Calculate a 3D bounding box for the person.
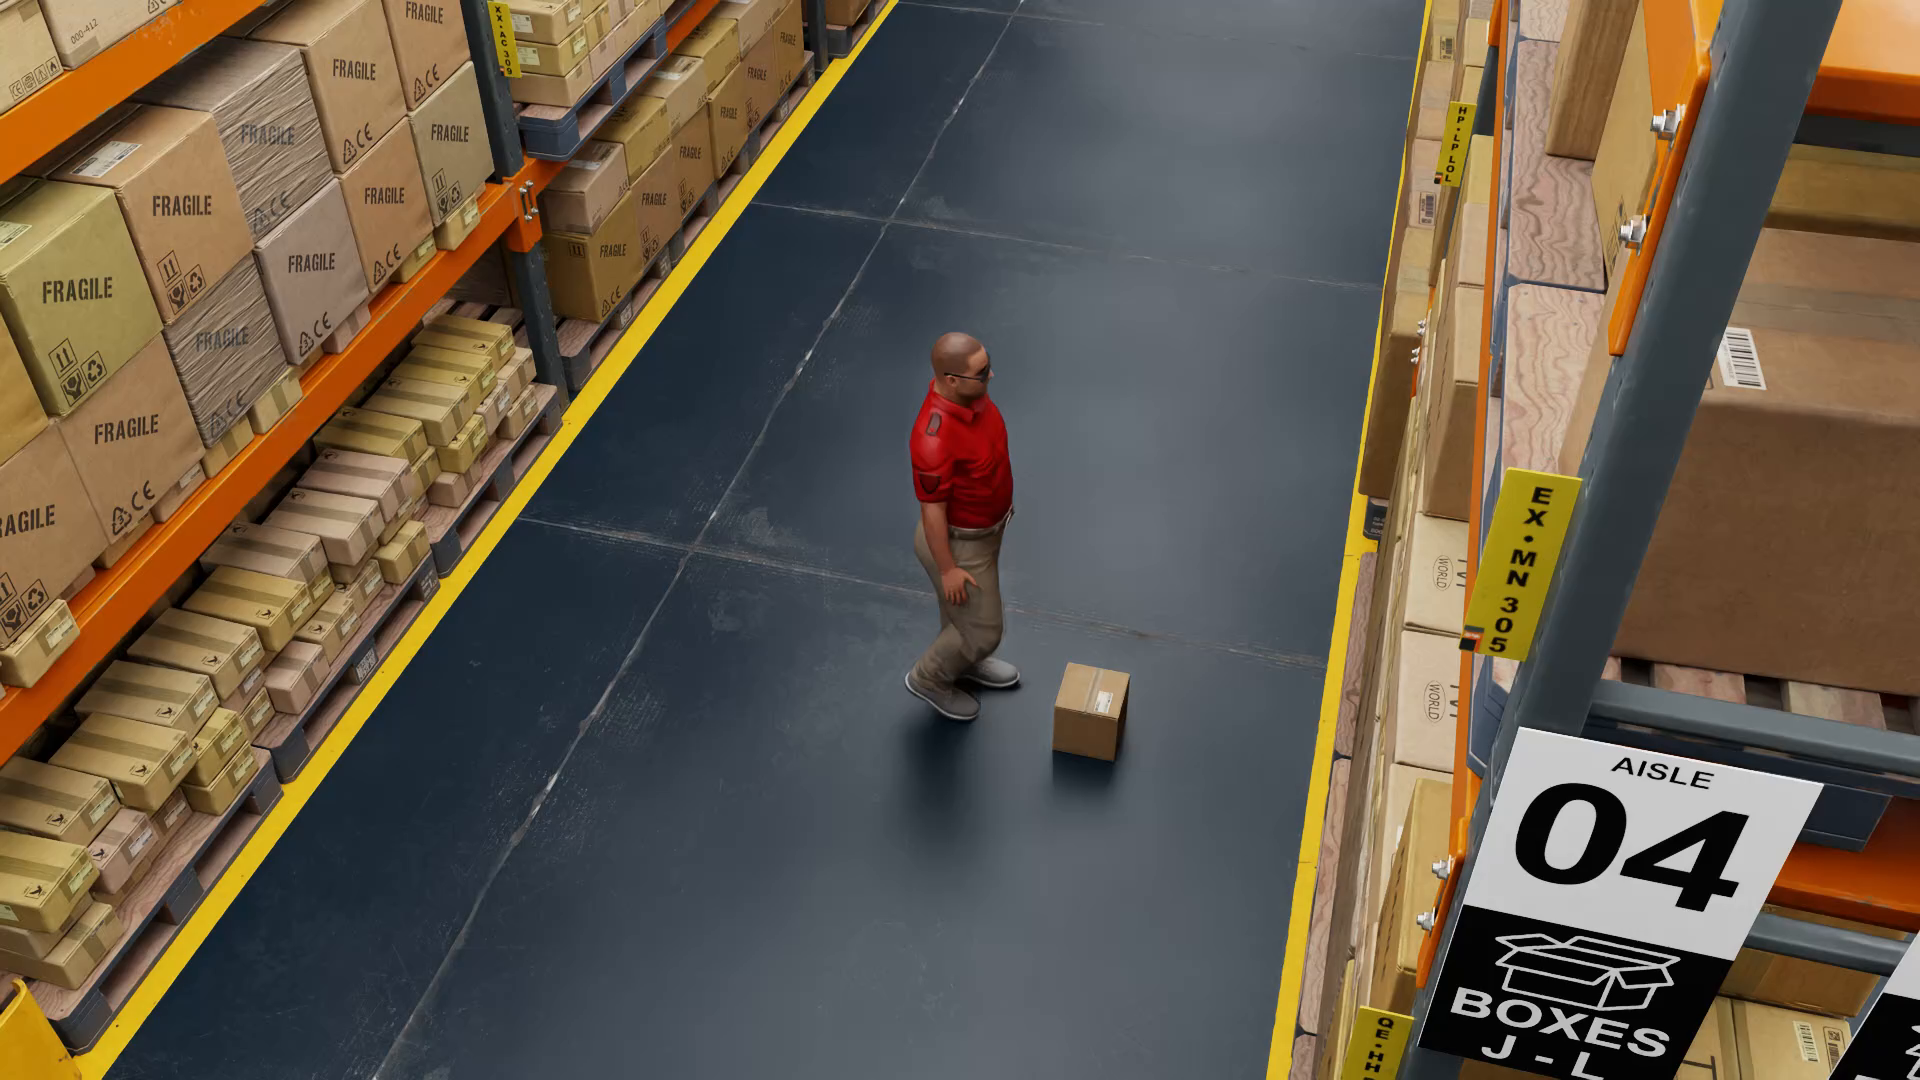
[{"bbox_3d":[0.008,-0.032,6.192,0.416,1.737,0.552,10,42,12],"label":"person"}]
